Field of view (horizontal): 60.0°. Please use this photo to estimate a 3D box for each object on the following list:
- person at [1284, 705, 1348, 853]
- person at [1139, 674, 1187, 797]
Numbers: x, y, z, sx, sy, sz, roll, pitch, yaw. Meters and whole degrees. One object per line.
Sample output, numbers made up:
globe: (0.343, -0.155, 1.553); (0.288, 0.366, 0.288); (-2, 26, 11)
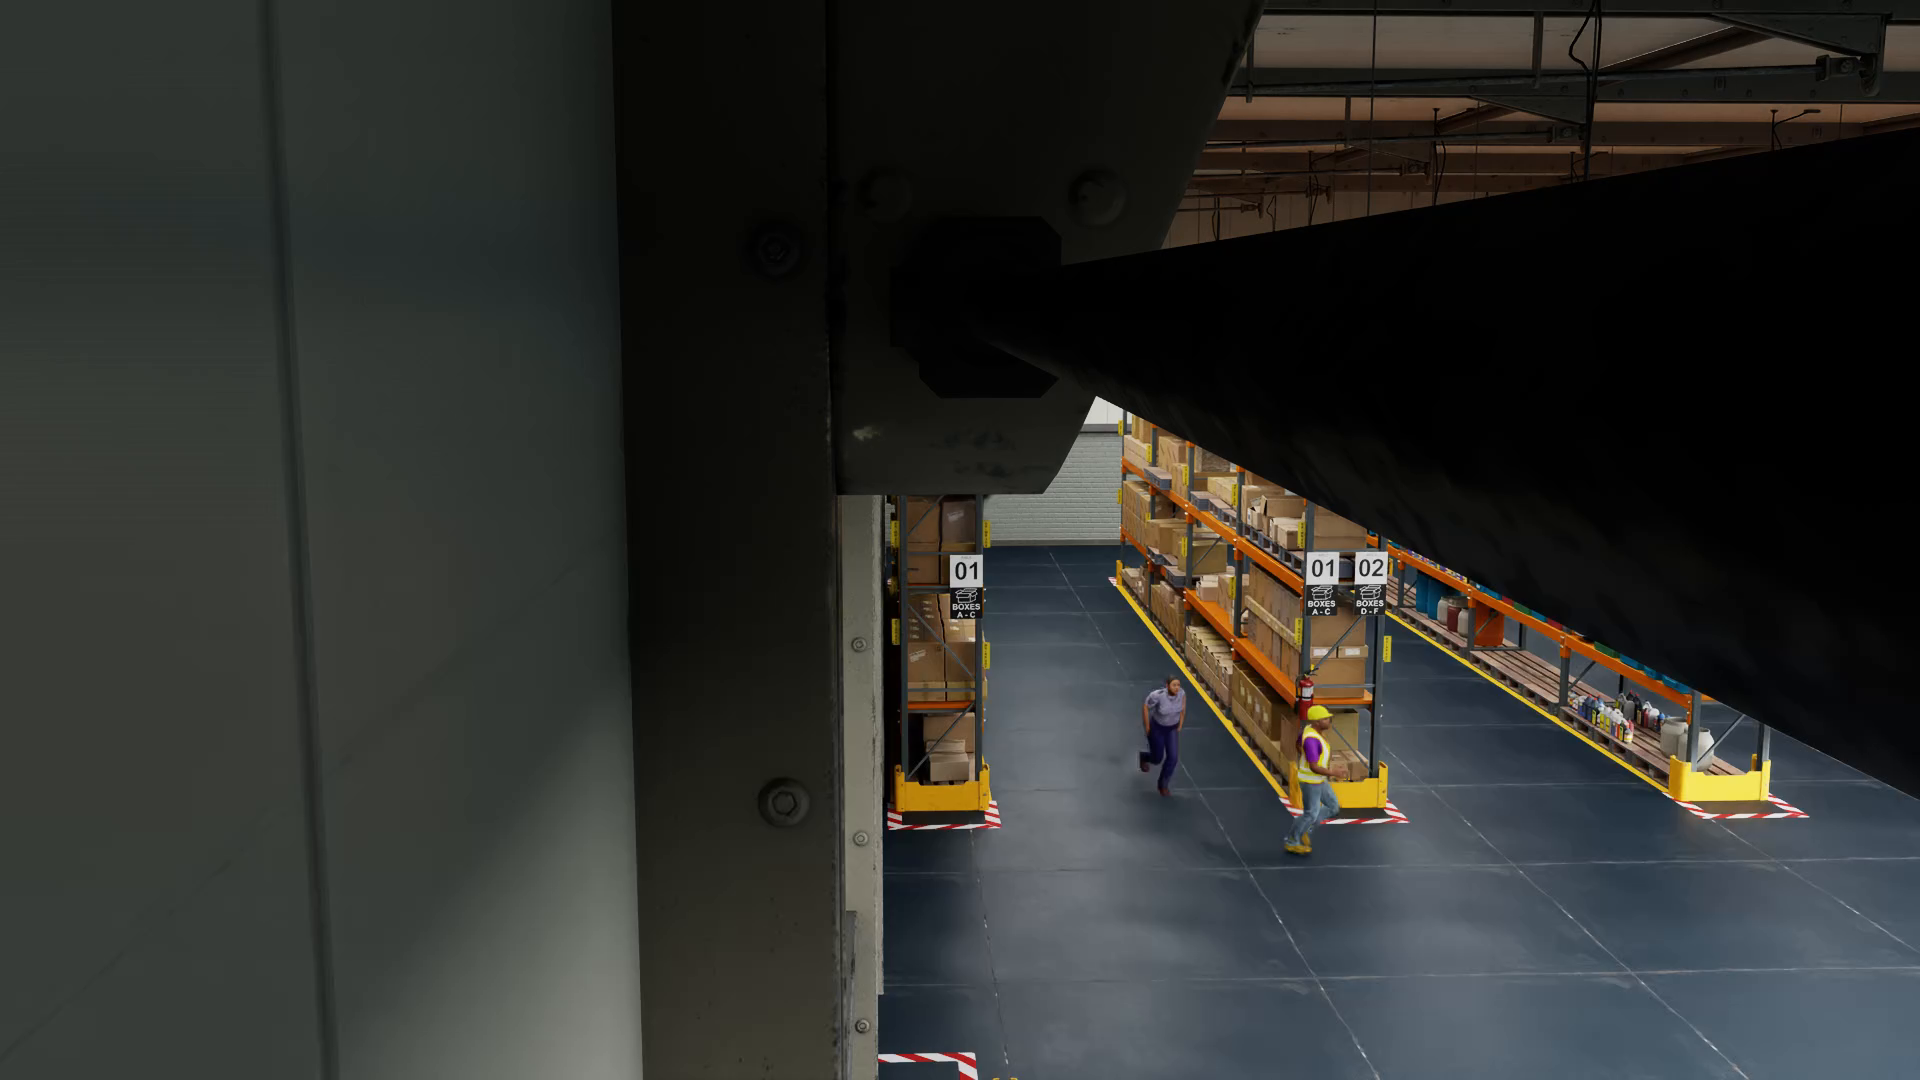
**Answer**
person: (4.046, 2.706, 18.833); (0.700, 1.716, 0.682); (3, 9, 18)
person: (2.580, 2.450, 21.341); (0.606, 1.601, 0.819); (-4, 9, -25)
